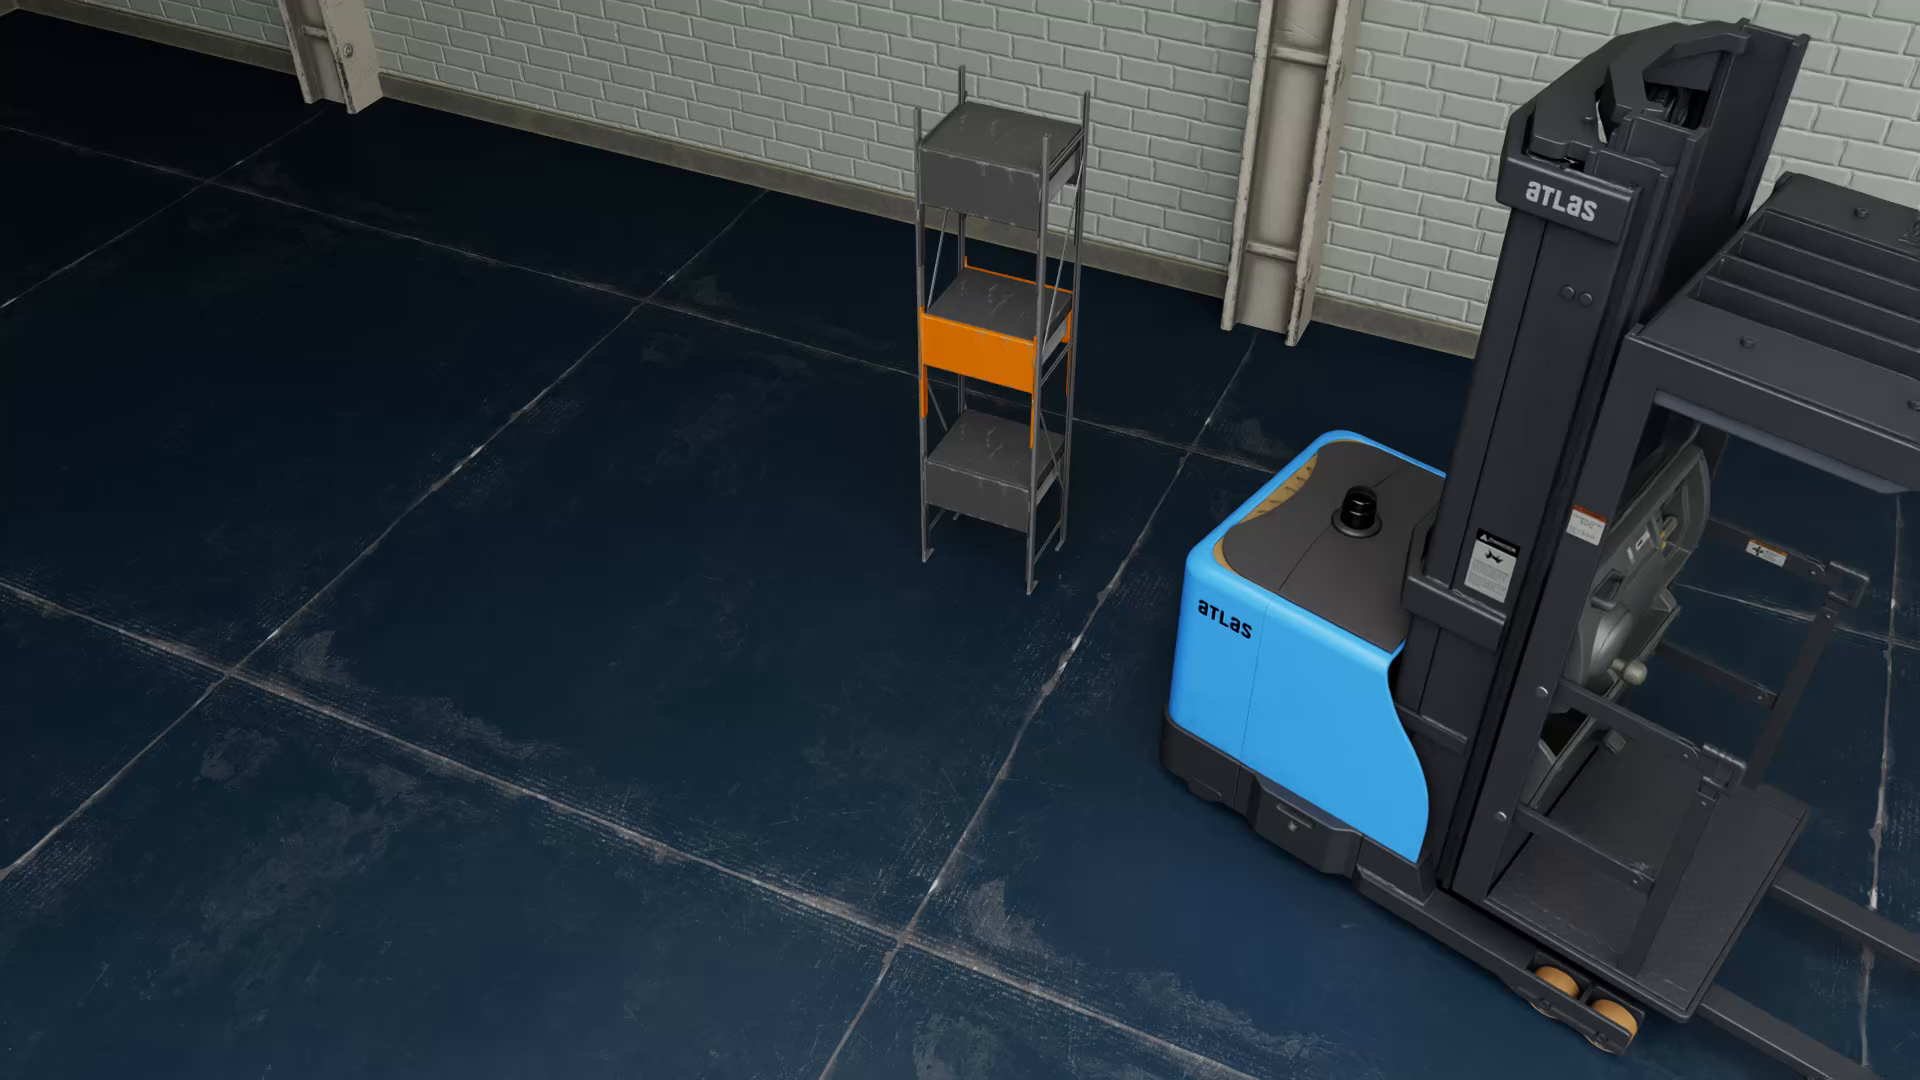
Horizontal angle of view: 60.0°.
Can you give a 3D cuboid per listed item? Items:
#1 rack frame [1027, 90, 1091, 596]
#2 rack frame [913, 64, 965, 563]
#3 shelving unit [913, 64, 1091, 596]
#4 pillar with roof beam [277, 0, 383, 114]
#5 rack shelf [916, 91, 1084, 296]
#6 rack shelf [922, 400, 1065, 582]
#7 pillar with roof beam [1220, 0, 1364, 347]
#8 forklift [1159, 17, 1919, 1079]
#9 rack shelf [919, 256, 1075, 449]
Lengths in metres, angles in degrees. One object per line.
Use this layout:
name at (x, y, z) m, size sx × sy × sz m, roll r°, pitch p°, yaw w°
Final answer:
rack frame at (0.371, -0.680, 6.431) m, size 0.015 × 2.100 × 0.400 m, roll 17°, pitch 44°, yaw 19°
rack frame at (-0.071, -0.815, 6.587) m, size 0.015 × 2.100 × 0.400 m, roll 17°, pitch 44°, yaw 19°
shelving unit at (0.150, -0.748, 6.509) m, size 0.503 × 2.100 × 0.431 m, roll 17°, pitch 44°, yaw 19°
pillar with roof beam at (-5.685, -3.626, 4.562) m, size 0.400 × 9.000 × 9.100 m, roll 17°, pitch 44°, yaw 19°
rack shelf at (0.150, -1.266, 6.060) m, size 0.480 × 0.518 × 0.431 m, roll 17°, pitch 44°, yaw 19°
rack shelf at (0.150, -0.208, 6.977) m, size 0.480 × 0.518 × 0.431 m, roll 17°, pitch 44°, yaw 19°
pillar with roof beam at (-0.248, -1.964, 2.645) m, size 0.400 × 9.000 × 9.100 m, roll 17°, pitch 44°, yaw 19°
forklift at (2.192, 0.142, 4.849) m, size 3.031 × 2.935 × 1.130 m, roll 29°, pitch 49°, yaw 29°
rack shelf at (0.150, -0.737, 6.518) m, size 0.480 × 0.518 × 0.431 m, roll 17°, pitch 44°, yaw 19°
